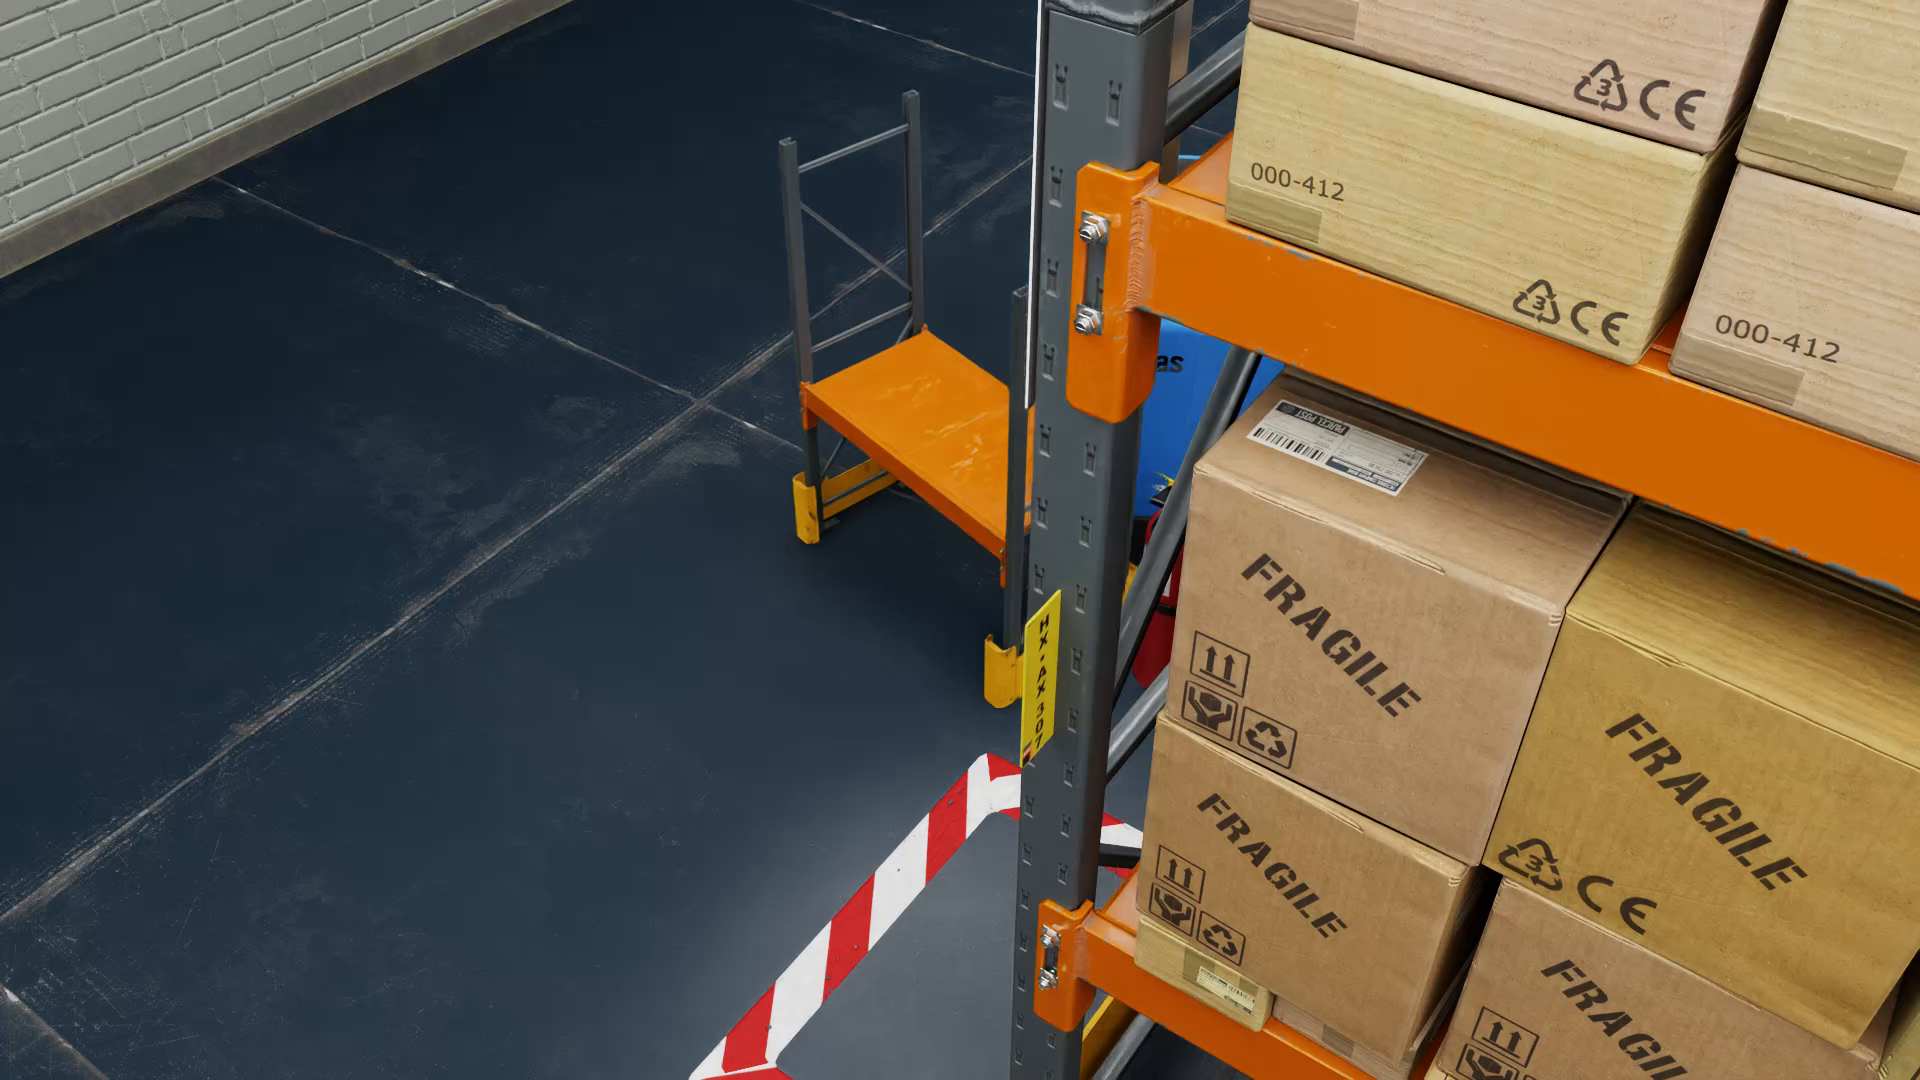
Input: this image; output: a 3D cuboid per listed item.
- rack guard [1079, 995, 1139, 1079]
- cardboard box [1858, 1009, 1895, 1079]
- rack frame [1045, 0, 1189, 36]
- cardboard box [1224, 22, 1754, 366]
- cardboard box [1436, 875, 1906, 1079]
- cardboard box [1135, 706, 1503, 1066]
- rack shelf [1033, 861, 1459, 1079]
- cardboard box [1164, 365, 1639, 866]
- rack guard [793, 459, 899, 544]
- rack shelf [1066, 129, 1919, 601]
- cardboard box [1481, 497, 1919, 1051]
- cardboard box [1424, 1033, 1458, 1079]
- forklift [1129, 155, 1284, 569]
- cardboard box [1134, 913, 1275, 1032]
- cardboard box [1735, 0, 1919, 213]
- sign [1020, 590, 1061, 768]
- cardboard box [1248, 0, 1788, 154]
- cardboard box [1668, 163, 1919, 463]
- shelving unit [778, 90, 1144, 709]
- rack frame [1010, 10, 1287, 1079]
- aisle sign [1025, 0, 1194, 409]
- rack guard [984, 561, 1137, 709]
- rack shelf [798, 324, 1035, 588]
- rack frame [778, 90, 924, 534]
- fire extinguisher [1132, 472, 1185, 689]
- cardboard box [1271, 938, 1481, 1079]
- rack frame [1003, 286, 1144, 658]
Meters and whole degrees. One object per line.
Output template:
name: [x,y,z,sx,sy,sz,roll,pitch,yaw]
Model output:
rack guard: [0.501,1.208,4.025,0.348,0.500,1.175,25,48,25]
cardboard box: [1.494,0.807,2.300,0.500,0.500,0.500,26,48,26]
rack frame: [0.438,-1.989,1.224,0.127,3.000,1.000,25,48,25]
cardboard box: [0.659,-0.503,1.926,0.500,0.250,0.500,27,48,27]
cardboard box: [1.100,0.613,2.518,0.500,0.500,0.500,25,48,25]
cardboard box: [0.647,0.422,2.731,0.500,0.500,0.500,27,49,27]
rack shelf: [2.076,1.281,2.609,4.000,0.370,1.077,25,48,25]
cardboard box: [0.654,0.043,2.404,0.500,0.500,0.500,25,47,25]
rack guard: [-0.321,-0.219,5.807,0.587,0.250,0.087,-29,49,-29]
rack shelf: [2.076,0.163,1.608,4.000,0.370,1.077,25,48,25]
cardboard box: [1.070,0.233,2.192,0.500,0.500,0.500,26,48,26]
cardboard box: [0.937,0.851,2.738,0.250,0.149,0.380,24,47,24]
forklift: [1.885,-1.200,4.893,3.031,2.935,1.130,3,42,4]
cardboard box: [0.515,0.644,2.970,0.250,0.149,0.380,25,47,25]
cardboard box: [1.077,-0.492,1.538,0.500,0.250,0.500,24,47,25]
sign: [0.127,0.221,2.605,0.005,0.325,0.100,25,48,25]
cardboard box: [0.657,-0.687,1.757,0.500,0.250,0.500,26,48,26]
cardboard box: [1.088,-0.299,1.698,0.500,0.250,0.500,27,48,27]
shelving unit: [-0.001,-0.430,5.106,0.587,1.500,1.083,-29,49,-29]
rack frame: [0.438,0.247,3.224,0.127,3.000,1.000,25,48,25]
aisle sign: [0.206,-0.586,2.206,0.004,0.787,0.394,25,48,25]
rack guard: [0.319,0.290,5.239,0.587,0.250,0.087,-29,49,-29]
rack shelf: [0.004,-0.292,5.221,0.538,0.185,1.000,-29,49,-29]
rack frame: [-0.322,-0.685,5.391,0.500,1.500,0.032,-29,49,-29]
fire extinguisher: [0.497,0.066,3.764,0.183,0.674,0.296,25,48,25]
cardboard box: [0.748,0.719,2.886,0.250,0.149,0.380,27,48,27]
rack frame: [0.331,-0.166,4.811,0.500,1.500,0.032,-29,49,-29]
